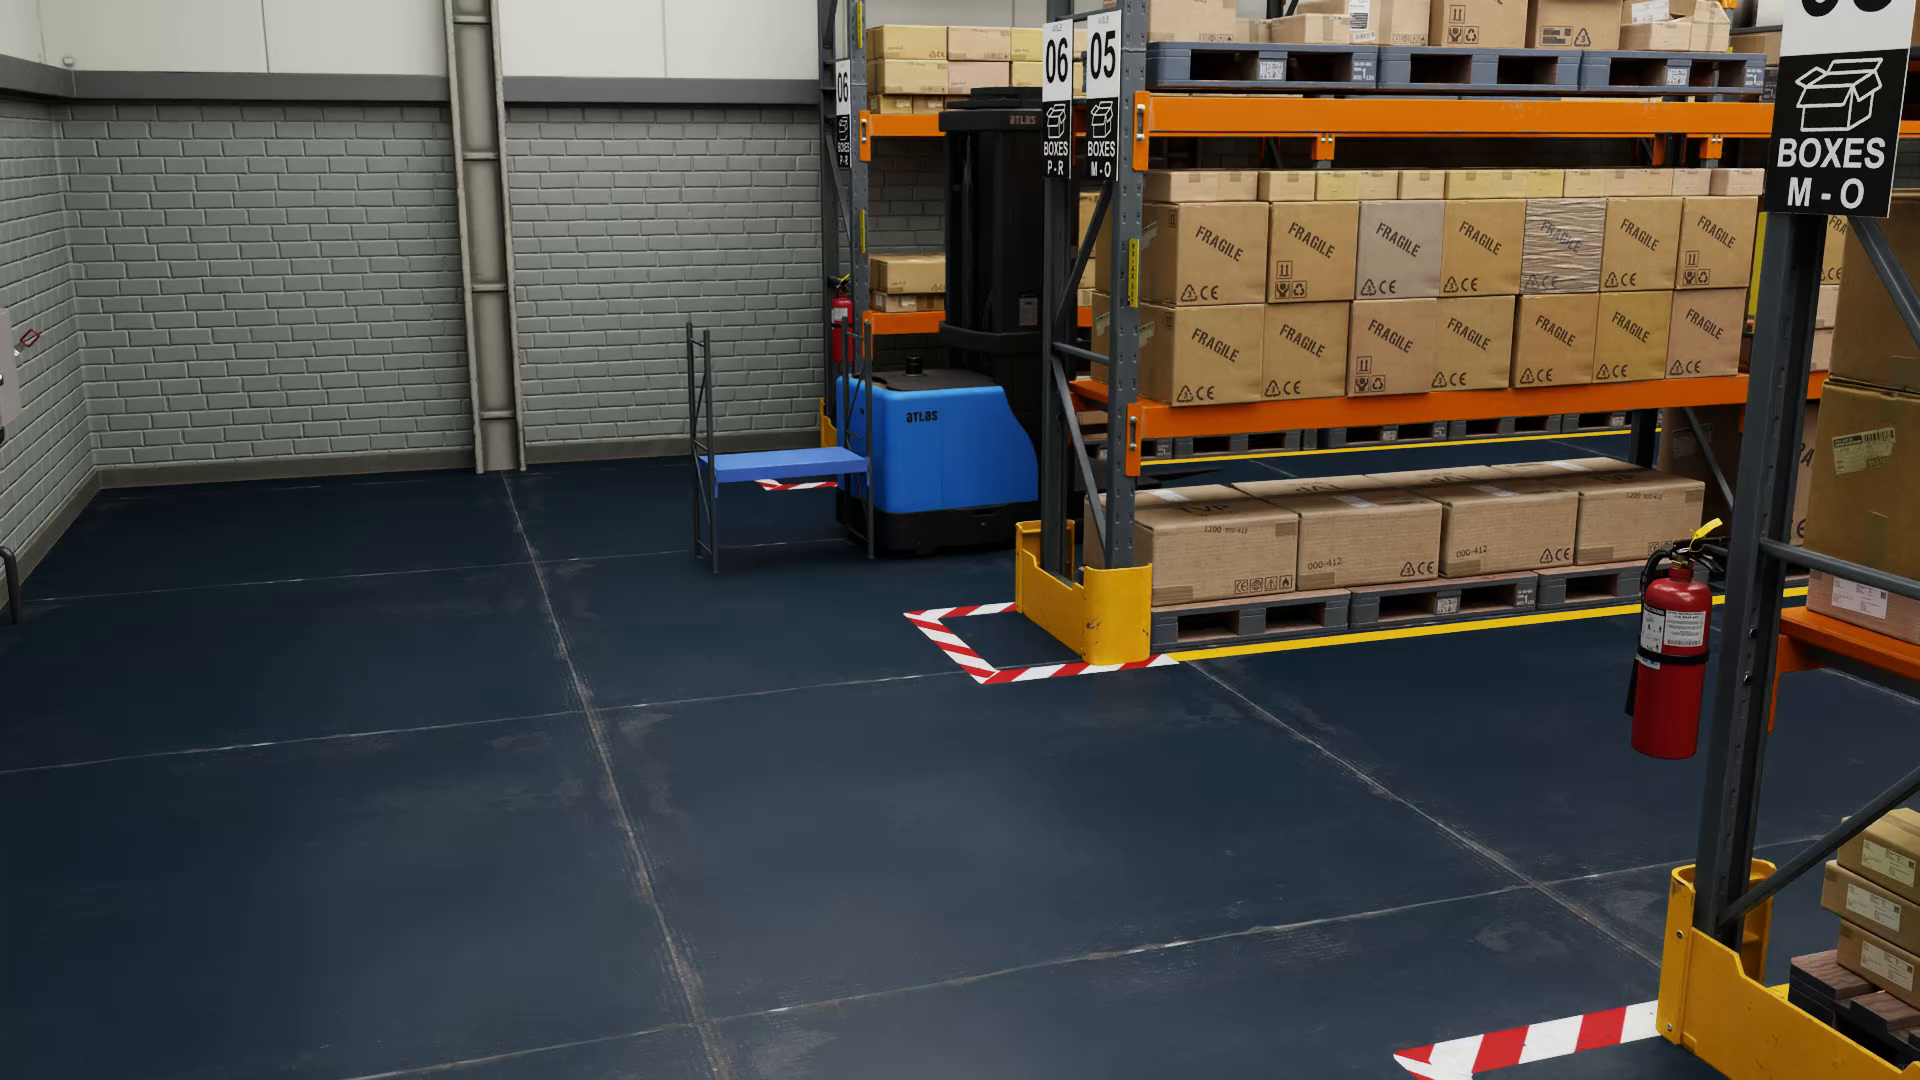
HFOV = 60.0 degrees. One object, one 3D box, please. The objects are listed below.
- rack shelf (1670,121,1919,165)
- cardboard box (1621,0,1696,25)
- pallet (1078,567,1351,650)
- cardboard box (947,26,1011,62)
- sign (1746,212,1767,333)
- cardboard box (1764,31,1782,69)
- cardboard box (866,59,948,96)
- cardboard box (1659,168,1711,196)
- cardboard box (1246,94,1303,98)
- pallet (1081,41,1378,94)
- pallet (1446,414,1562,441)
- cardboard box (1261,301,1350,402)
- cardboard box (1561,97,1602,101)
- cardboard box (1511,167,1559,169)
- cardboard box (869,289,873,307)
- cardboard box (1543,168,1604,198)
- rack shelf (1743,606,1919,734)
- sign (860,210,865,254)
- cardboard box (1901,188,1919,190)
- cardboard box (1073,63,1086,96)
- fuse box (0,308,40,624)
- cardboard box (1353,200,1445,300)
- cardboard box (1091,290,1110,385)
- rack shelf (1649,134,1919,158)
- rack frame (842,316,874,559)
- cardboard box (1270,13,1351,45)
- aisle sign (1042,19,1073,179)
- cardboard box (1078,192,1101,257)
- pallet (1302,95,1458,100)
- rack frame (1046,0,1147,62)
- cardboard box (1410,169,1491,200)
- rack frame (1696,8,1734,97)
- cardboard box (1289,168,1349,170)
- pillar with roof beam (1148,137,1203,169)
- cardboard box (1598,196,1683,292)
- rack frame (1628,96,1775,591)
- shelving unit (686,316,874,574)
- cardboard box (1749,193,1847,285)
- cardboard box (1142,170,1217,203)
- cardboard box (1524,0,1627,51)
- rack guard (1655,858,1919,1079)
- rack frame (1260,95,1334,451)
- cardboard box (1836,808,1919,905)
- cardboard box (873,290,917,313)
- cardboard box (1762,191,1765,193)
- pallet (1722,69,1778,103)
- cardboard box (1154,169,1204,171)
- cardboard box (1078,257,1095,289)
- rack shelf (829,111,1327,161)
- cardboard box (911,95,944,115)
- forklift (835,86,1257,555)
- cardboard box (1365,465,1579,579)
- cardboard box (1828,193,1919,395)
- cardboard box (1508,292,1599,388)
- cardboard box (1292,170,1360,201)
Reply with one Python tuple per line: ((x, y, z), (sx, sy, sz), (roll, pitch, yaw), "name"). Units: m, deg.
((6.356, -2.510, 10.286), (4.000, 0.370, 1.077), (-4, 14, -18), "rack shelf")
((3.836, -3.017, 9.521), (0.500, 0.500, 0.500), (-4, 14, -17), "cardboard box")
((1.402, 0.323, 9.331), (1.213, 0.211, 1.003), (-4, 14, -18), "pallet")
((0.071, -3.832, 12.888), (0.500, 0.250, 0.500), (-5, 14, -18), "cardboard box")
((2.186, -0.720, 4.502), (0.005, 0.325, 0.100), (-4, 14, -18), "sign")
((5.229, -2.984, 10.011), (0.500, 0.311, 0.500), (-4, 14, -18), "cardboard box")
((-0.410, -3.550, 12.785), (0.500, 0.250, 0.500), (-5, 14, -19), "cardboard box")
((3.986, -2.016, 9.356), (0.250, 0.149, 0.380), (-4, 14, -17), "cardboard box")
((2.496, -3.782, 13.760), (0.500, 0.250, 0.500), (-4, 14, -18), "cardboard box")
((1.369, -2.431, 8.591), (1.213, 0.211, 1.003), (-4, 14, -18), "pallet")
((4.791, -1.144, 15.497), (1.213, 0.211, 1.003), (-4, 14, -18), "pallet")
((1.686, -1.022, 8.743), (0.500, 0.500, 0.500), (-5, 14, -19), "cardboard box")
((5.306, -3.858, 14.721), (0.500, 0.250, 0.500), (-4, 14, -18), "cardboard box")
((3.357, -2.082, 9.635), (0.250, 0.149, 0.380), (-5, 14, -18), "cardboard box")
((-0.689, -2.007, 13.643), (0.250, 0.149, 0.380), (-5, 14, -19), "cardboard box")
((3.286, -1.950, 9.082), (0.250, 0.149, 0.380), (-5, 14, -18), "cardboard box")
((4.239, 0.323, 4.859), (4.000, 0.370, 1.077), (-4, 14, -18), "rack shelf")
((-0.744, -2.348, 12.663), (0.005, 0.325, 0.100), (-4, 14, -18), "sign")
((6.264, -1.991, 10.653), (0.500, 0.500, 0.500), (-4, 14, -17), "cardboard box")
((1.038, -3.670, 13.291), (0.500, 0.250, 0.500), (-5, 14, -19), "cardboard box")
((-5.199, -0.381, 9.048), (0.414, 1.711, 0.539), (-4, 14, -18), "fuse box")
((2.188, -1.545, 8.780), (0.500, 0.500, 0.500), (-5, 14, -18), "cardboard box")
((1.042, -1.100, 9.070), (0.500, 0.500, 0.500), (-4, 14, -18), "cardboard box")
((8.561, -3.894, 16.102), (4.000, 0.370, 1.077), (-4, 14, -18), "rack shelf")
((-0.657, -0.661, 10.682), (0.032, 1.500, 0.500), (-5, 14, -21), "rack frame")
((1.774, -2.578, 8.435), (0.250, 0.149, 0.380), (-4, 14, -16), "cardboard box")
((0.502, -2.285, 8.650), (0.004, 0.787, 0.394), (-4, 14, -18), "aisle sign")
((1.020, -2.568, 13.518), (0.500, 0.500, 0.500), (-4, 14, -17), "cardboard box")
((3.514, -3.742, 14.317), (1.003, 0.211, 1.213), (-4, 14, -18), "pallet")
((0.669, -3.876, 7.994), (0.127, 3.000, 1.000), (-4, 14, -18), "rack frame")
((2.577, -1.879, 8.783), (0.250, 0.149, 0.380), (-5, 14, -19), "cardboard box")
((6.665, -5.555, 15.051), (0.127, 3.000, 1.000), (-4, 14, -18), "rack frame")
((1.919, -1.954, 9.096), (0.250, 0.149, 0.380), (-5, 14, -19), "cardboard box")
((3.300, -4.462, 10.456), (0.400, 9.000, 9.100), (-4, 14, -18), "pillar with roof beam")
((3.618, -1.657, 9.251), (0.500, 0.500, 0.500), (-5, 14, -19), "cardboard box")
((4.460, -1.253, 9.929), (0.127, 3.000, 1.000), (-4, 14, -18), "rack frame")
((-1.129, -0.617, 10.497), (1.048, 1.500, 0.538), (-5, 14, -21), "shelving unit")
((4.969, -1.758, 9.673), (0.500, 0.500, 0.500), (-4, 14, -17), "cardboard box")
((1.094, -1.774, 8.340), (0.250, 0.149, 0.380), (-4, 14, -17), "cardboard box")
((3.193, -2.909, 9.062), (0.637, 0.503, 0.797), (-3, 14, -14), "cardboard box")
((2.416, 1.331, 4.468), (0.348, 0.500, 1.175), (-4, 14, -18), "rack guard")
((2.874, -2.341, 14.505), (0.127, 3.000, 1.000), (-4, 14, -18), "rack frame")
((2.765, 0.919, 4.765), (0.250, 0.149, 0.380), (-4, 14, -17), "cardboard box")
((-0.518, -1.888, 13.142), (0.250, 0.149, 0.380), (-5, 14, -18), "cardboard box")
((4.804, -1.876, 10.172), (0.500, 0.500, 0.500), (-4, 14, -16), "cardboard box")
((5.314, -2.698, 9.934), (1.217, 0.209, 0.805), (-5, 14, -20), "pallet")
((1.179, -1.903, 8.882), (0.250, 0.149, 0.380), (-4, 14, -17), "cardboard box")
((1.034, -2.210, 13.634), (0.500, 0.250, 0.500), (-5, 14, -20), "cardboard box")
((0.978, -3.303, 13.620), (4.000, 0.370, 1.077), (-4, 14, -18), "rack shelf")
((-0.301, -3.381, 12.935), (0.250, 0.149, 0.380), (-4, 14, -17), "cardboard box")
((0.711, -1.537, 11.272), (3.031, 2.935, 1.130), (-6, 15, -24), "forklift")
((2.983, -0.122, 9.803), (0.875, 0.438, 0.875), (-5, 14, -20), "cardboard box")
((2.698, -0.648, 4.365), (0.500, 0.500, 0.500), (-5, 14, -19), "cardboard box")
((3.145, -1.132, 9.204), (0.500, 0.500, 0.500), (-5, 14, -19), "cardboard box")
((1.846, -1.826, 8.561), (0.250, 0.149, 0.380), (-5, 14, -20), "cardboard box")
